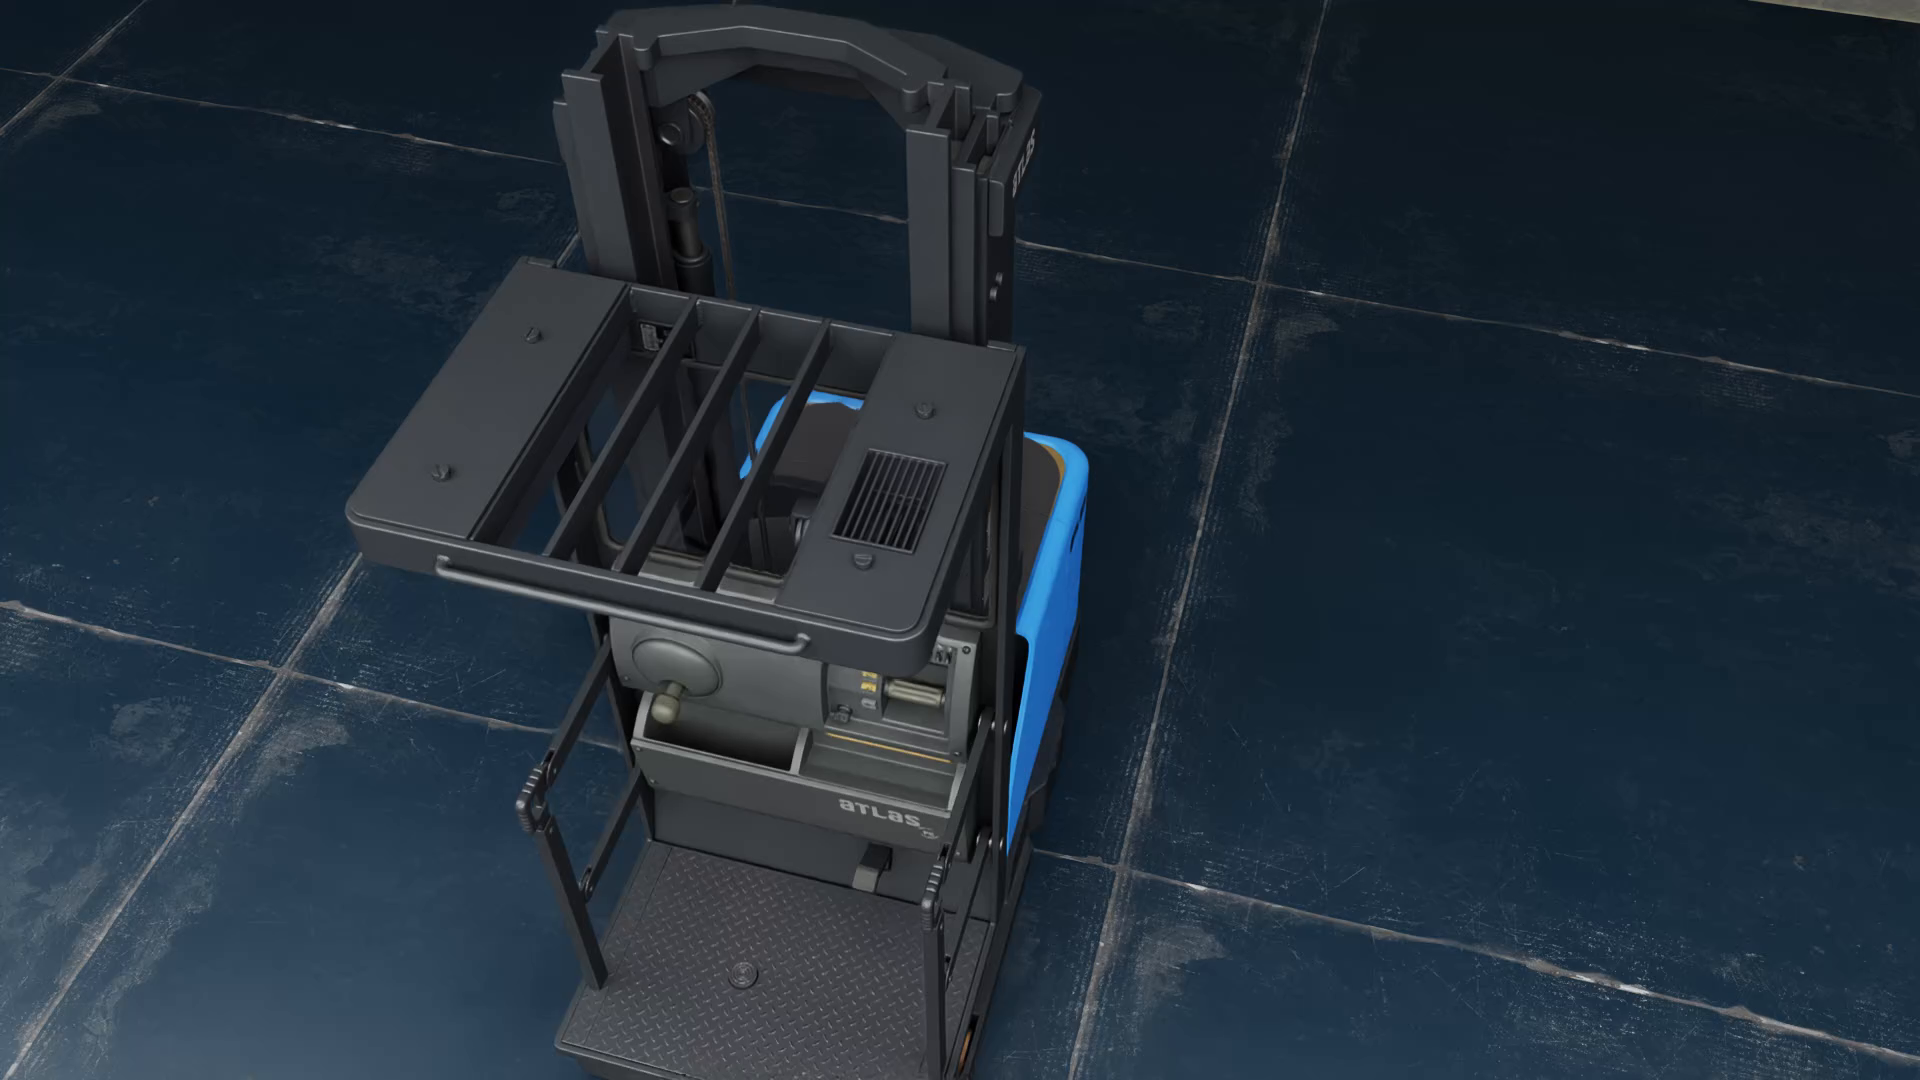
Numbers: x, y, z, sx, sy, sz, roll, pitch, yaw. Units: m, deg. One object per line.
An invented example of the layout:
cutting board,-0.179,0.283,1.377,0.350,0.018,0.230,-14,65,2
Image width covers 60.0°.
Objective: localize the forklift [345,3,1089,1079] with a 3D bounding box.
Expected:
forklift,-0.471,0.415,3.929,1.130,2.935,3.031,12,50,10
